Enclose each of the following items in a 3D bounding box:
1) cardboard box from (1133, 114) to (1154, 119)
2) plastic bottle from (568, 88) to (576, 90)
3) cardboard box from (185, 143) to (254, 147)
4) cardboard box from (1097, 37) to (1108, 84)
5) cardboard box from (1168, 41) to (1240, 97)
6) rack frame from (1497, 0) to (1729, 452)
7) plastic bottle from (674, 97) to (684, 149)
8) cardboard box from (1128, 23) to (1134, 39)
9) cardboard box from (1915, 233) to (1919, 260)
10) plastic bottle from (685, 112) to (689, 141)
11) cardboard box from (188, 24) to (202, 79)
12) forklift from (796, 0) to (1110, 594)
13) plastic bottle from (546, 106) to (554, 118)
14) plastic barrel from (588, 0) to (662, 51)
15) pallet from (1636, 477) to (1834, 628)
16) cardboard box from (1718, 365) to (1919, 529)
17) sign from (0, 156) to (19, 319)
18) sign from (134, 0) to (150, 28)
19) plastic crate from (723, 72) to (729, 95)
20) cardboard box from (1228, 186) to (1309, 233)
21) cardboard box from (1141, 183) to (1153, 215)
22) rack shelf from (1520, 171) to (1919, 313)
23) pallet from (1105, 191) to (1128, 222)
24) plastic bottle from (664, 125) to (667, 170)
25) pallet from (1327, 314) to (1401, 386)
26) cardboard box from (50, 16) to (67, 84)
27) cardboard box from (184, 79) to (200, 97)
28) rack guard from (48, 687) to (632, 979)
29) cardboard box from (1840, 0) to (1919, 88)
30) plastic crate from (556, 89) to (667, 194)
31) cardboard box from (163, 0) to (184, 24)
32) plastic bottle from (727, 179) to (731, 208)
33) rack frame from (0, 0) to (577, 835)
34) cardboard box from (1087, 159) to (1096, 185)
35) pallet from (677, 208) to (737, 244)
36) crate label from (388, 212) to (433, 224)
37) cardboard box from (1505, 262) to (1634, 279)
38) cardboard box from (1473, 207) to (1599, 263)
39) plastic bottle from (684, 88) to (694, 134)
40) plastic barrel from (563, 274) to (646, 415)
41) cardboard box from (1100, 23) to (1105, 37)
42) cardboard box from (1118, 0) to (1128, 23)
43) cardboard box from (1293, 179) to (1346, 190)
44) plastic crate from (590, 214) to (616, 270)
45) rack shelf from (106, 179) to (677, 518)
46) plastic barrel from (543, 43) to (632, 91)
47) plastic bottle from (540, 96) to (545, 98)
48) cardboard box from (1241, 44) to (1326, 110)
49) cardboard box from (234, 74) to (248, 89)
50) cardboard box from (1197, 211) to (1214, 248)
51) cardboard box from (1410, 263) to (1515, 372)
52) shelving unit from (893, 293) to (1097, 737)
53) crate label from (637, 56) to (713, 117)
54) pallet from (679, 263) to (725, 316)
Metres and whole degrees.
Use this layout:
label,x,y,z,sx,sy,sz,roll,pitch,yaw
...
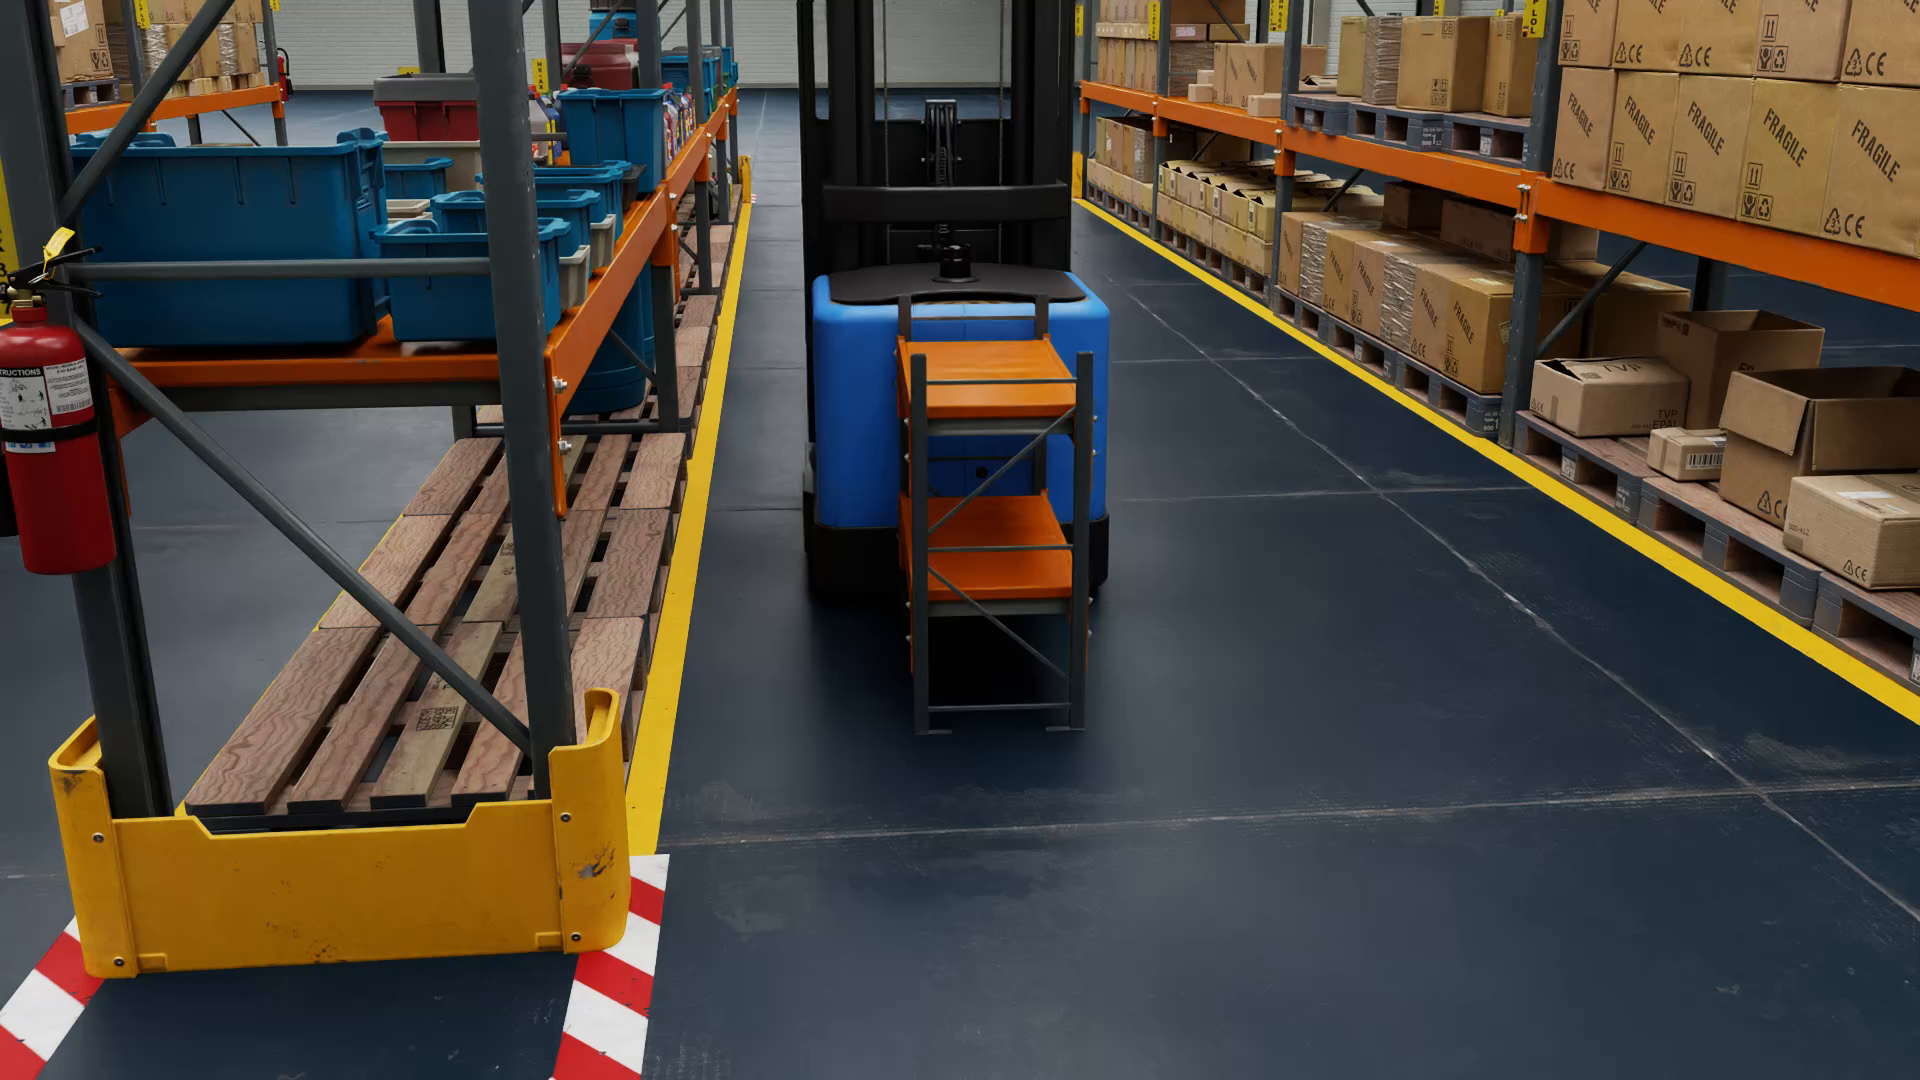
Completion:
label,x,y,z,sx,sy,sz,roll,pitch,yaw
cardboard box,2.251,-4.562,18.839,0.500,0.500,0.500,-2,18,-6
plastic bottle,-2.479,-2.733,10.583,0.152,0.276,0.135,-2,18,-6
cardboard box,-7.906,-3.983,17.828,0.500,0.500,0.500,1,17,5
cardboard box,1.935,-5.375,18.623,0.700,0.500,0.500,-2,18,-6
cardboard box,2.260,-4.455,15.692,0.700,0.500,0.500,-2,18,-7
rack frame,3.137,-1.892,7.694,1.000,3.000,0.127,-2,18,-6
plastic bottle,-1.586,-2.333,9.295,0.061,0.283,0.133,-2,18,-6
cardboard box,1.911,-5.164,16.868,0.380,0.149,0.250,-1,17,-4
cardboard box,3.176,-1.027,4.774,0.500,0.500,0.500,-2,18,-5
plastic bottle,-1.669,-2.481,9.902,0.097,0.201,0.097,0,17,0
cardboard box,-7.695,-4.592,15.631,0.875,0.500,0.500,-2,18,-6
forklift,-0.116,-1.604,6.893,1.130,2.935,3.031,-2,17,-5
plastic bottle,-2.134,-2.094,8.555,0.097,0.271,0.097,0,17,0
plastic barrel,-2.877,-4.238,14.331,0.600,0.901,0.708,-2,18,-6
pallet,3.336,0.008,6.300,1.003,0.211,1.213,-2,18,-6
cardboard box,3.336,-0.351,6.220,0.797,0.503,0.637,-2,18,-6
sign,-1.923,-0.604,3.321,0.100,0.325,0.005,-2,18,-6
sign,-6.990,-4.541,14.200,0.100,0.325,0.005,-2,18,-6
plastic crate,-2.474,-4.435,16.150,0.450,0.188,0.662,-2,18,-6
cardboard box,2.366,-2.542,12.721,0.500,0.311,0.500,-2,18,-6
cardboard box,2.047,-3.295,16.054,0.500,0.250,0.500,-2,18,-6
rack shelf,3.344,-0.952,5.904,1.077,0.370,4.000,-2,18,-6
pallet,2.143,-3.547,17.623,1.003,0.211,1.213,-2,18,-6
plastic bottle,-1.457,-1.903,7.946,0.097,0.271,0.097,0,17,0
pallet,2.887,-1.167,10.041,1.003,0.211,1.213,-2,18,-6
cardboard box,-7.271,-3.706,12.601,0.797,0.503,0.637,0,17,0
cardboard box,-7.351,-4.222,15.537,0.380,0.149,0.250,-2,18,-6
rack guard,-1.362,0.651,3.767,1.175,0.500,0.348,-2,18,-6
cardboard box,3.119,-1.654,5.100,0.500,0.500,0.500,-1,17,-4
plastic crate,-1.403,-1.632,6.794,0.392,0.384,0.575,-2,18,-6
cardboard box,-7.388,-4.928,15.032,0.500,0.500,0.500,-2,18,-6
plastic bottle,-2.281,-3.397,16.290,0.061,0.283,0.133,-1,17,-3
rack frame,-1.377,-0.548,3.415,1.000,3.000,0.127,-2,18,-6
cardboard box,1.734,-4.189,18.901,0.500,0.250,0.500,-2,18,-6
pallet,-2.643,-2.994,15.862,1.003,0.211,1.213,-2,18,-6
crate label,-1.710,-0.857,4.739,0.396,0.136,0.243,-2,18,-6
cardboard box,3.264,-1.219,8.991,0.500,0.500,0.500,-2,17,-5
cardboard box,3.227,-1.716,9.323,0.500,0.250,0.500,-2,18,-6
plastic bottle,-1.713,-2.700,10.463,0.061,0.283,0.133,-2,18,-6
plastic barrel,-1.829,-1.101,7.980,0.600,0.901,0.708,-2,18,-6
cardboard box,1.756,-5.622,18.326,0.380,0.149,0.250,-2,18,-7
cardboard box,2.053,-5.672,17.402,0.700,0.500,0.500,-2,18,-5
cardboard box,2.850,-2.713,13.263,0.500,0.311,0.500,-2,18,-7
plastic crate,-1.096,-0.835,4.668,0.250,0.136,0.298,-2,18,-6
rack shelf,-1.584,-0.801,5.420,1.077,0.370,4.000,-2,18,-6
plastic barrel,-2.552,-3.125,11.397,0.600,0.536,0.708,-2,18,-6
plastic bottle,-2.399,-2.420,9.594,0.097,0.271,0.097,0,17,0
cardboard box,2.536,-3.630,13.066,0.500,0.500,0.500,-3,18,-9
cardboard box,-7.607,-4.741,17.190,0.380,0.149,0.250,-2,18,-6
cardboard box,2.267,-2.578,13.769,0.500,0.250,0.500,-1,17,-5
cardboard box,2.759,-1.195,8.913,0.500,0.500,0.500,-2,18,-5
shelving unit,0.080,-0.125,5.197,0.538,1.125,1.048,-1,17,-4
crate label,-2.036,-3.253,11.971,0.502,0.435,0.616,-2,18,-6
pallet,-2.244,-1.833,12.163,1.003,0.211,1.213,-2,18,-6
